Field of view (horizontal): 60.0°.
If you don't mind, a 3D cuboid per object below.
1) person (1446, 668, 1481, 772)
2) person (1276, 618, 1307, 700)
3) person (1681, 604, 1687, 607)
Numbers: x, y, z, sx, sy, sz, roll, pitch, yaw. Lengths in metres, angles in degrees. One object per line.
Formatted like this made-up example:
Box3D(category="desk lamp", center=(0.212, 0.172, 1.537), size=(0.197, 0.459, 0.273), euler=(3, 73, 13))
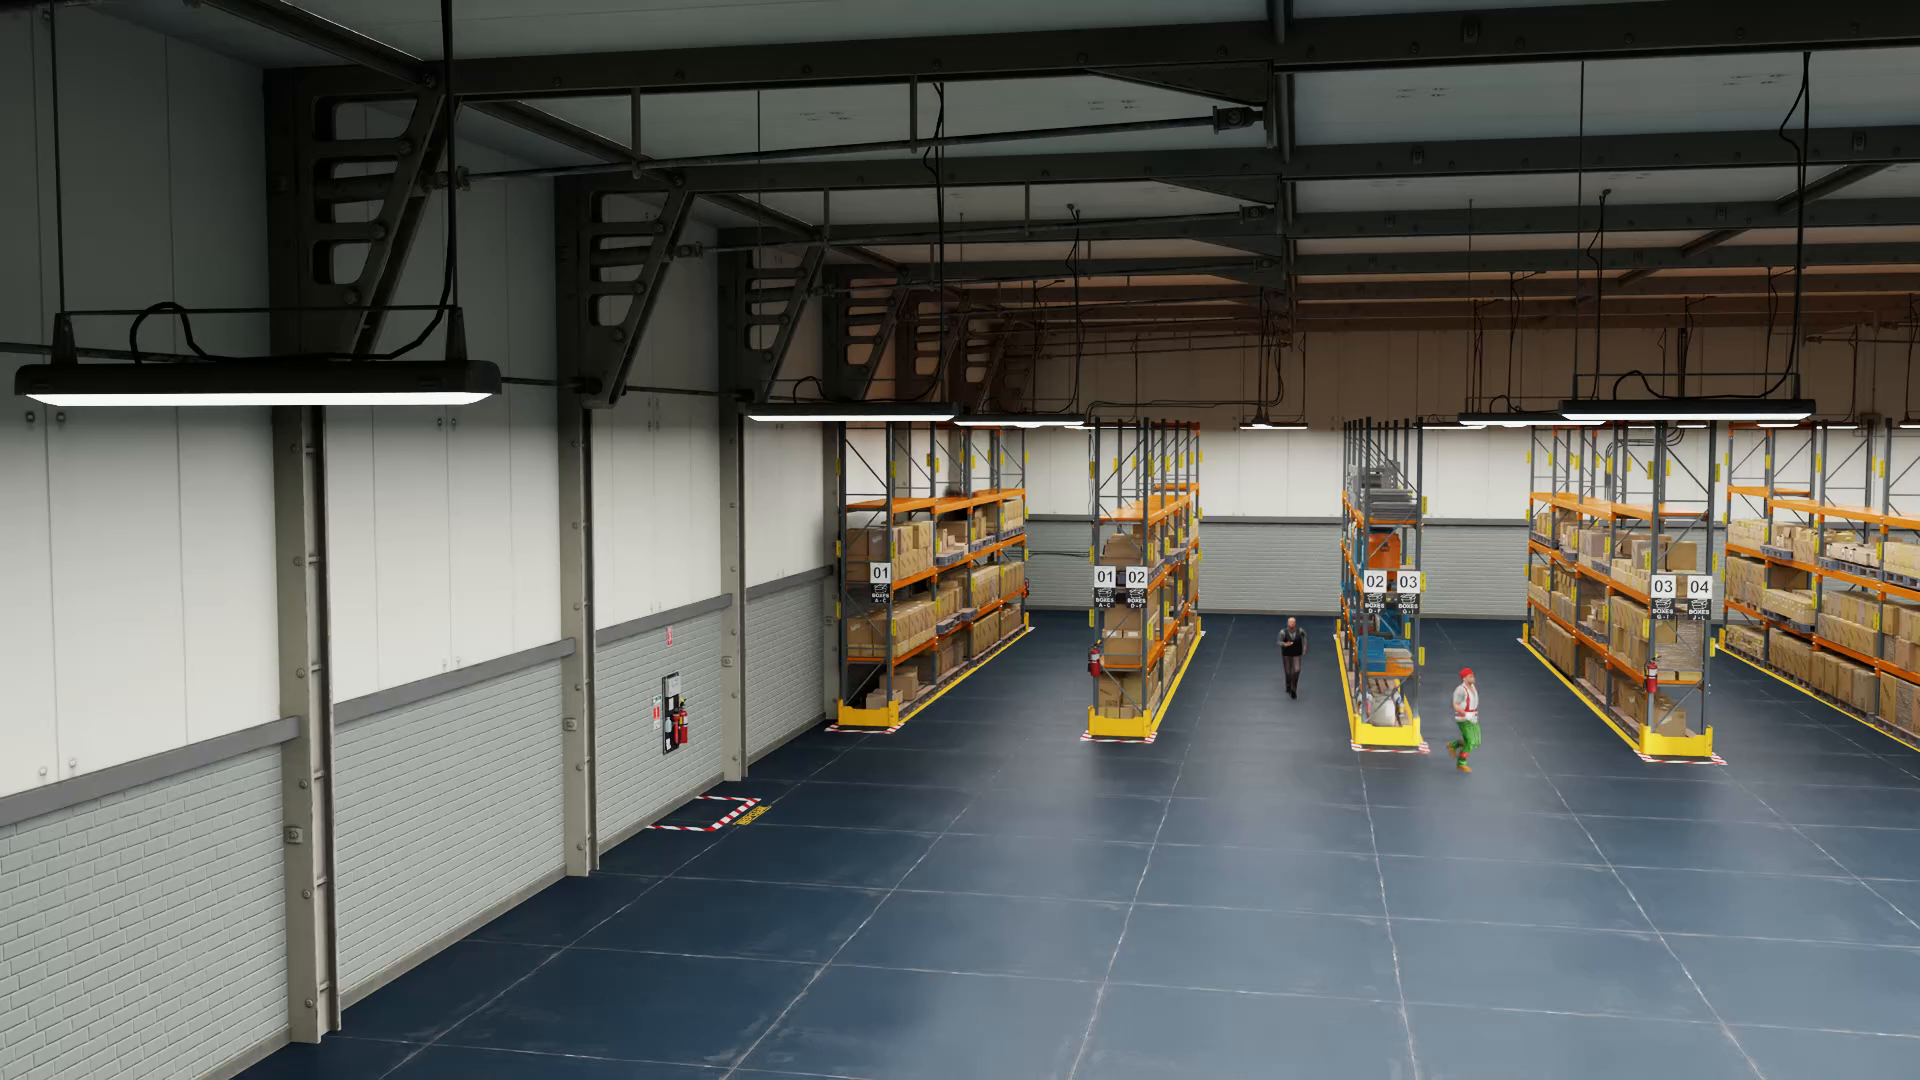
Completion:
Box3D(category="person", center=(8.539, 3.031, 28.141), size=(0.681, 1.751, 0.668), euler=(-3, 5, -43))
Box3D(category="person", center=(7.166, 2.541, 35.950), size=(0.678, 1.764, 0.853), euler=(0, 4, 4))
Box3D(category="person", center=(18.658, 2.050, 42.895), size=(0.680, 1.796, 0.709), euler=(1, 4, 19))
